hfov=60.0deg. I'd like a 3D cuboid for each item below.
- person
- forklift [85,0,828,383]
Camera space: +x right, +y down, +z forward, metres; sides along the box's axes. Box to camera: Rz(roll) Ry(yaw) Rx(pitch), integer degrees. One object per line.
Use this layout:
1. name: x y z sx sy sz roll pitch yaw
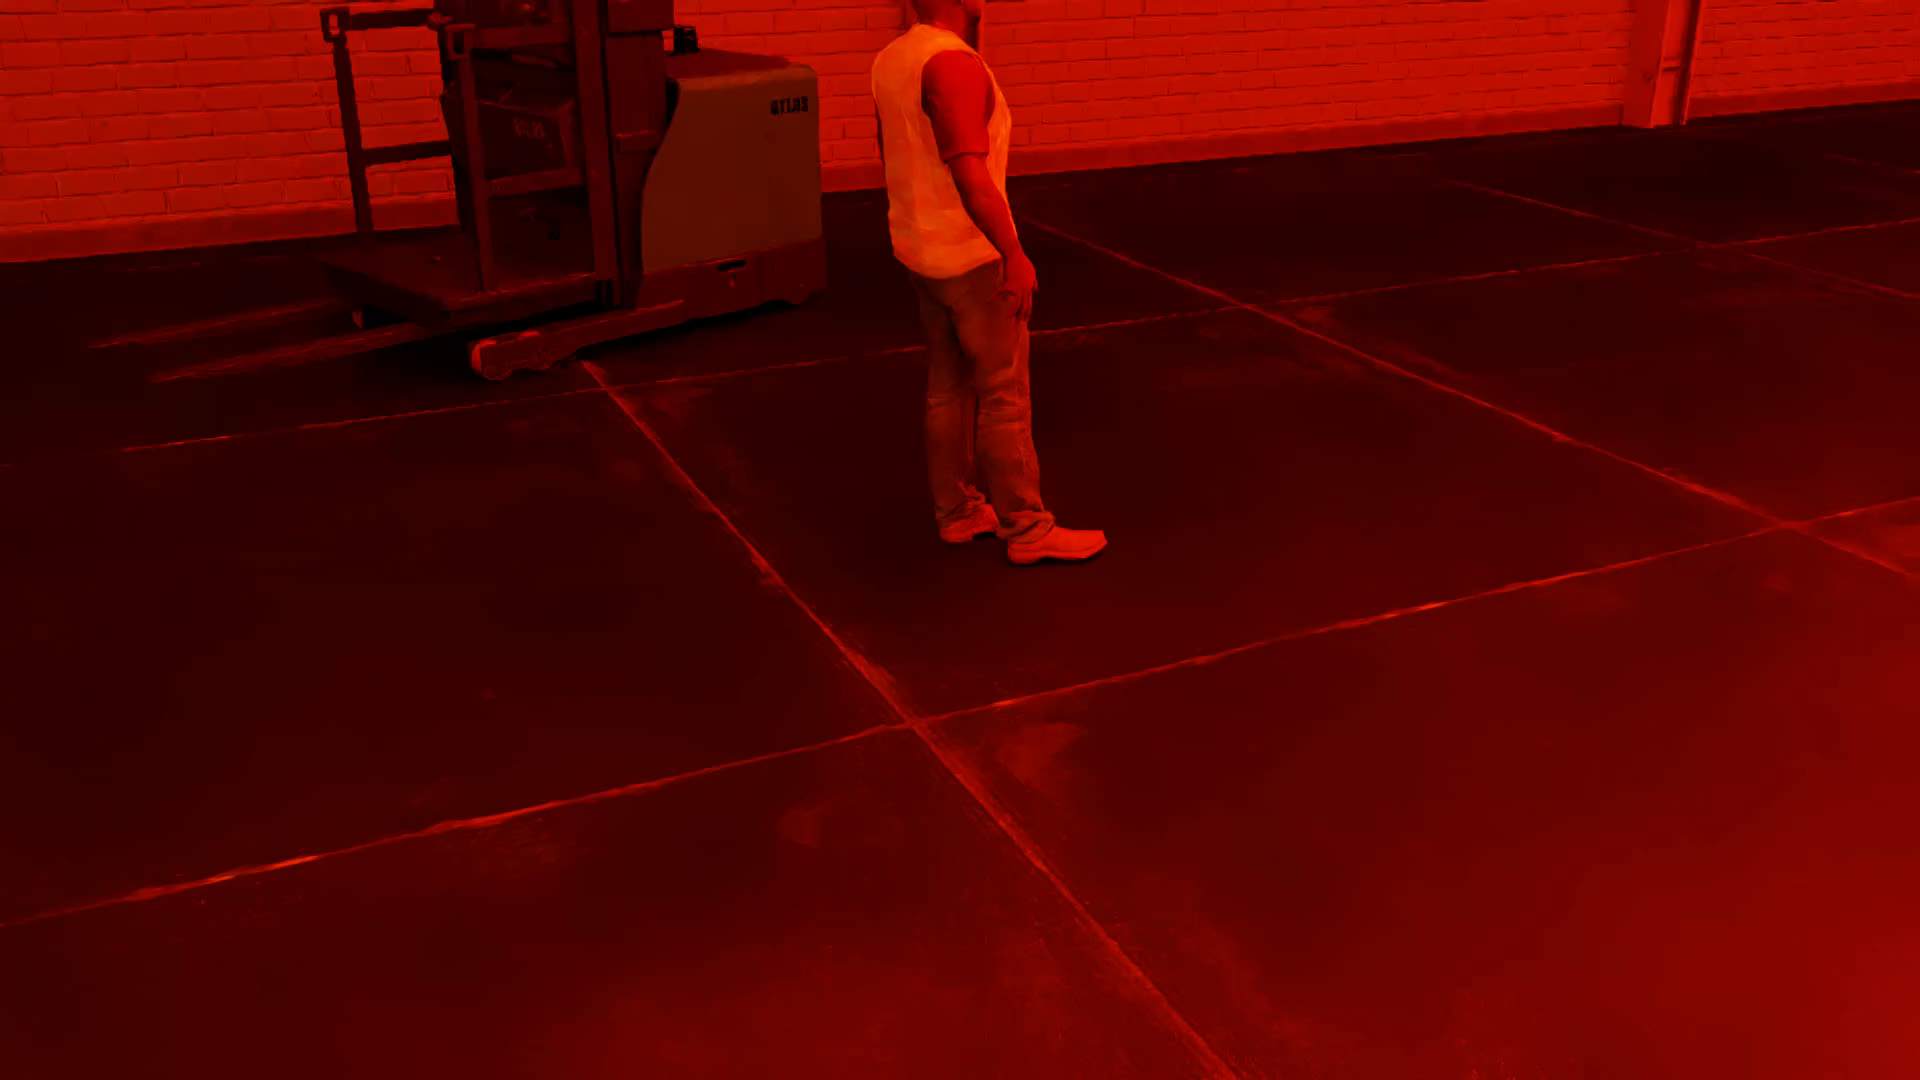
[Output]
1. person: 0.065 -0.831 4.788 0.576 1.766 0.665 -10 25 -23
2. forklift: -2.016 -2.208 6.601 1.130 2.935 3.031 21 30 41
